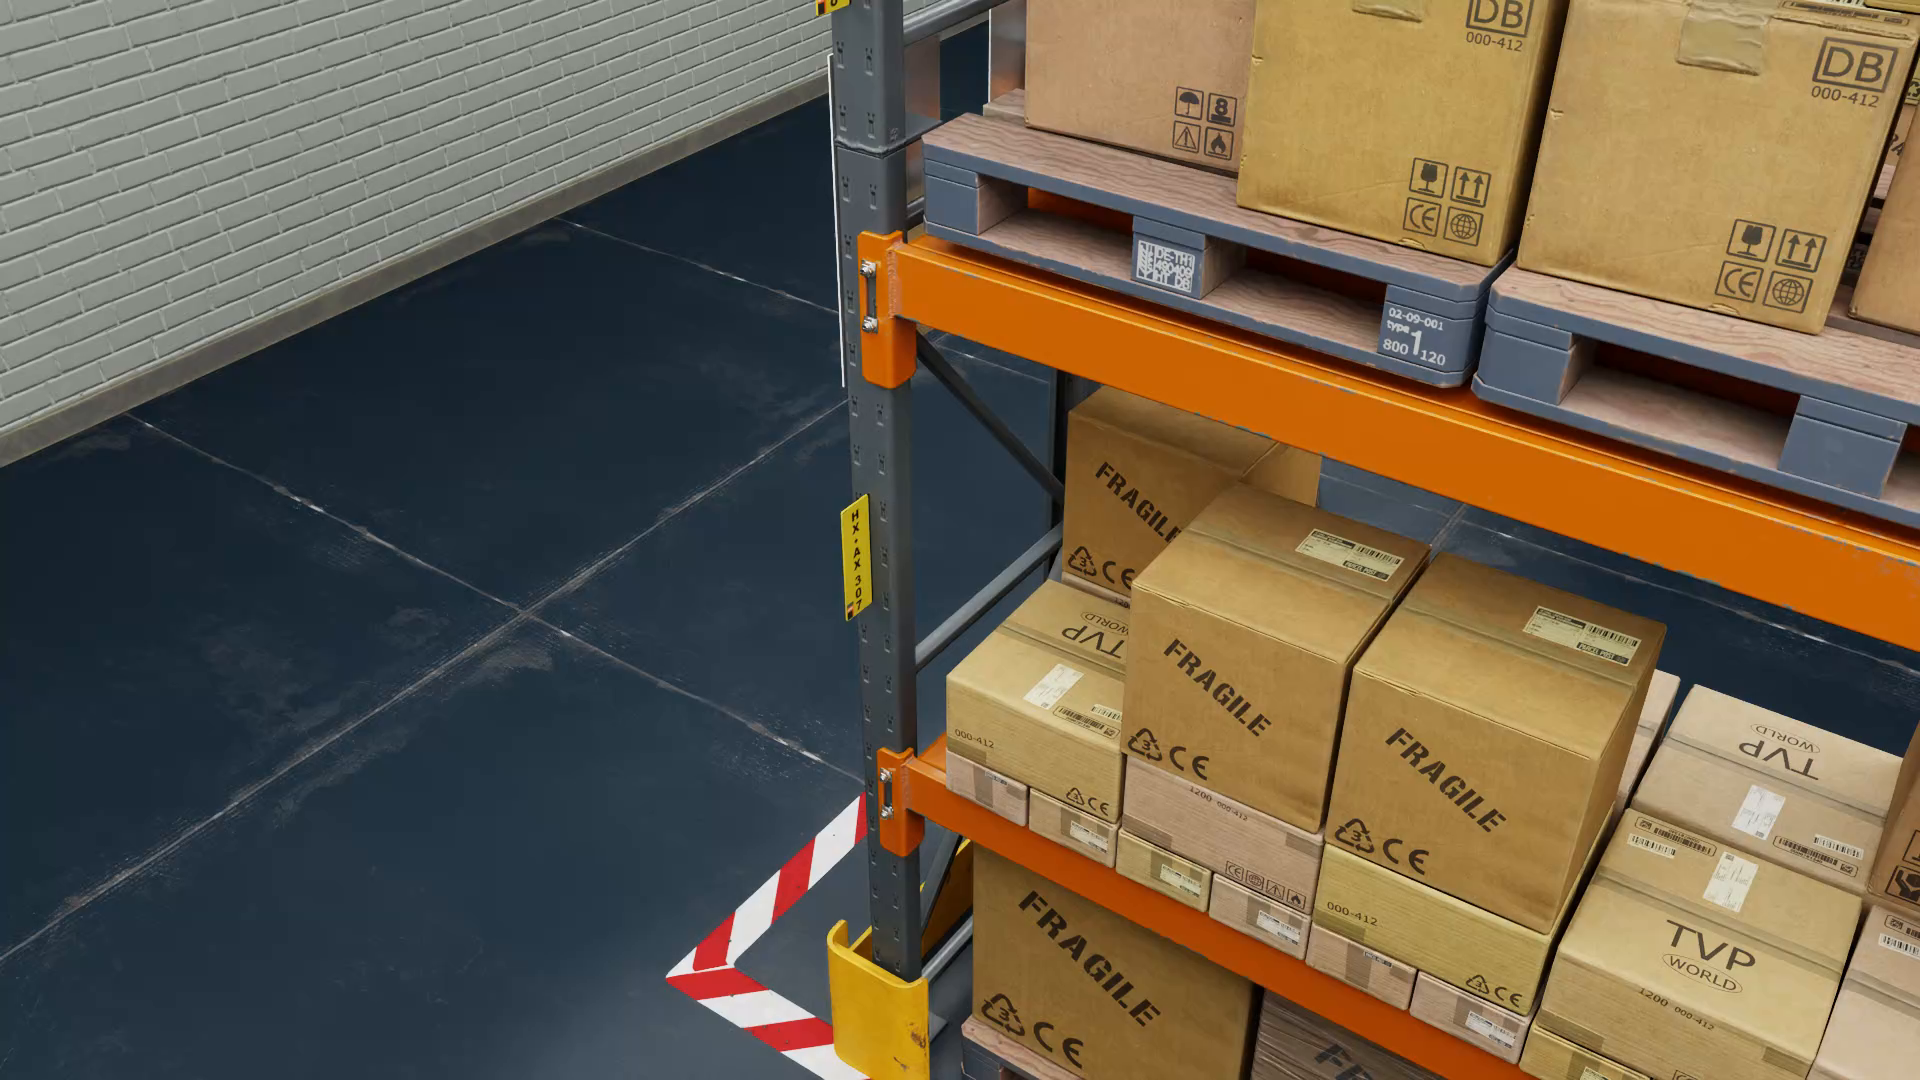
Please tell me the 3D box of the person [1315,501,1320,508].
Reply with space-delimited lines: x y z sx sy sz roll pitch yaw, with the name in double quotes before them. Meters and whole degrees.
"person" 1.052 0.124 6.804 0.805 0.728 0.479 22 40 28
